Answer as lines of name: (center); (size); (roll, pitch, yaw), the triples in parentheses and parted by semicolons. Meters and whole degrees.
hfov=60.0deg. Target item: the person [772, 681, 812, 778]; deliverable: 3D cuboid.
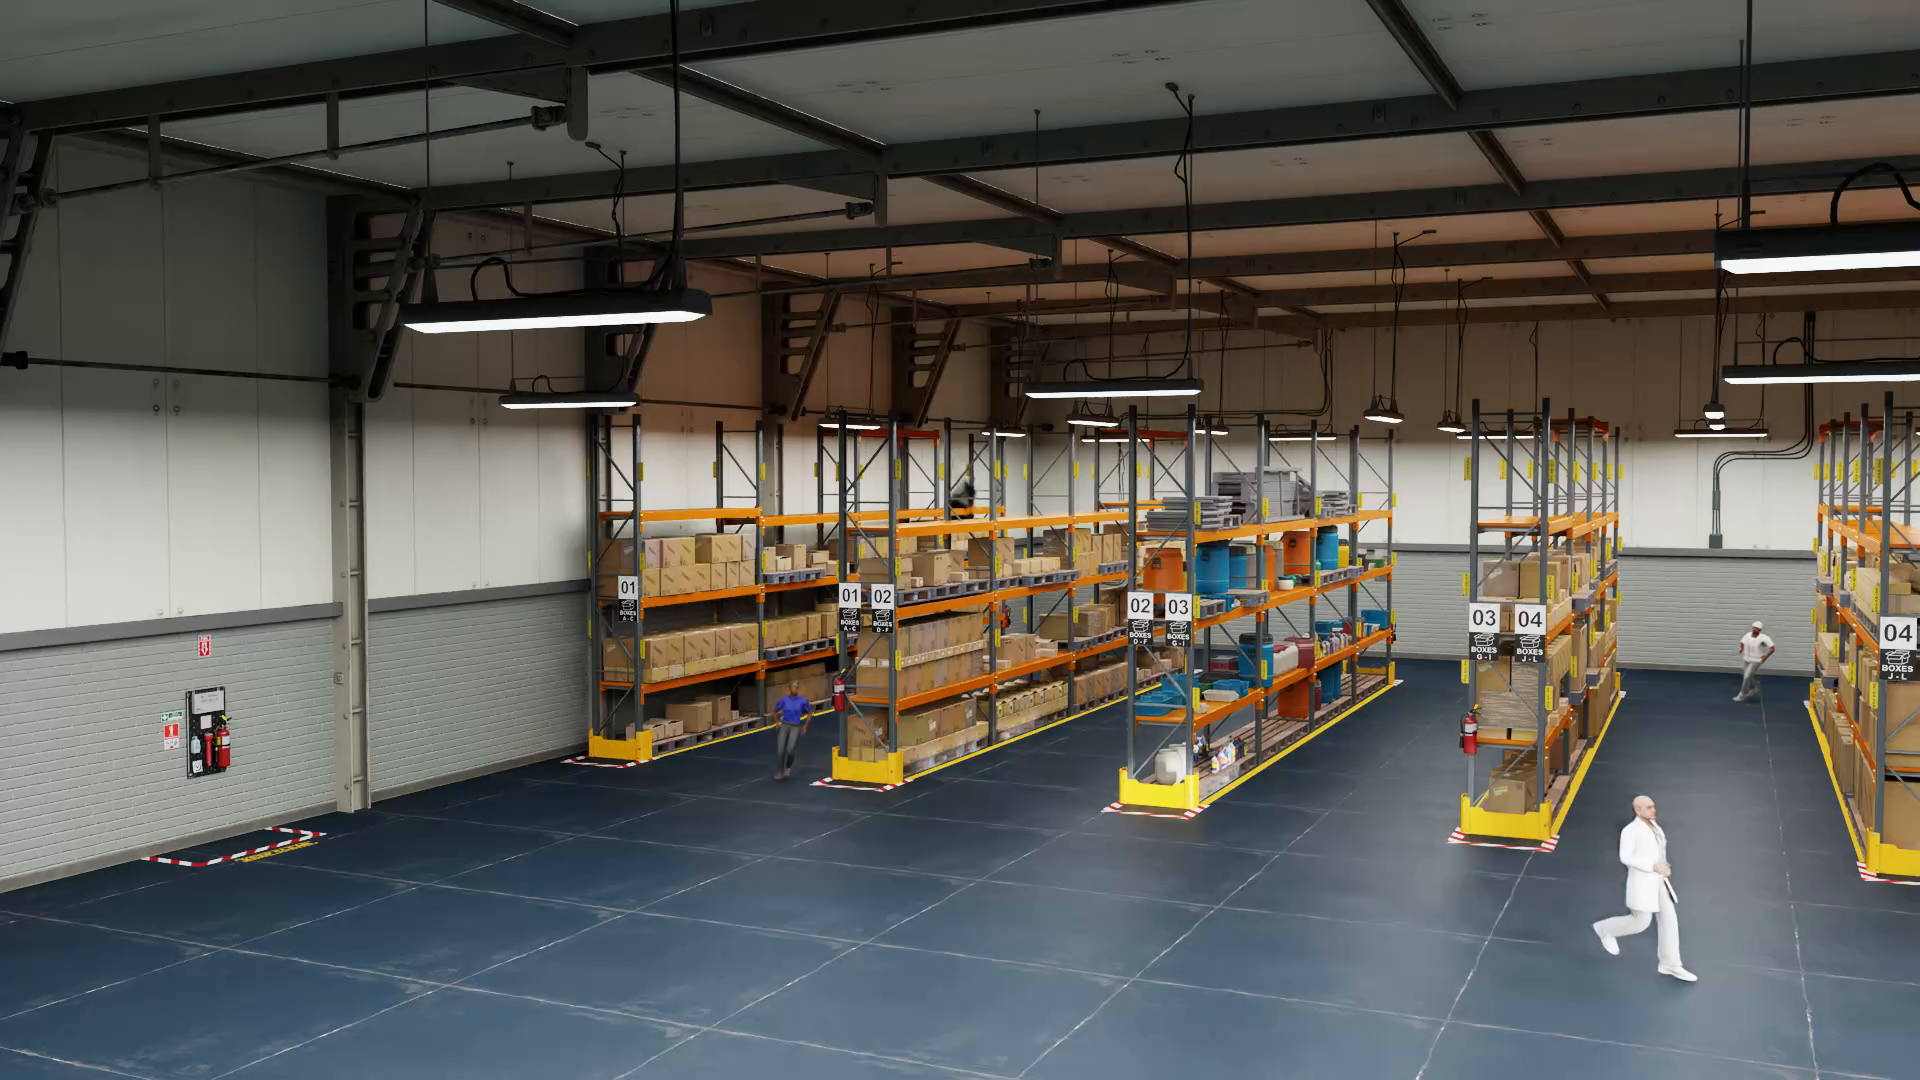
person: (-2.744, 3.093, 27.028); (0.636, 1.603, 0.545); (0, 2, 3)

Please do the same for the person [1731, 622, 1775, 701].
person: (17.248, 2.633, 36.165); (0.822, 1.742, 0.765); (-1, 3, -27)

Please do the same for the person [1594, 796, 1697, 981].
person: (6.867, 3.478, 16.636); (0.724, 1.672, 1.052); (-2, 3, -35)
